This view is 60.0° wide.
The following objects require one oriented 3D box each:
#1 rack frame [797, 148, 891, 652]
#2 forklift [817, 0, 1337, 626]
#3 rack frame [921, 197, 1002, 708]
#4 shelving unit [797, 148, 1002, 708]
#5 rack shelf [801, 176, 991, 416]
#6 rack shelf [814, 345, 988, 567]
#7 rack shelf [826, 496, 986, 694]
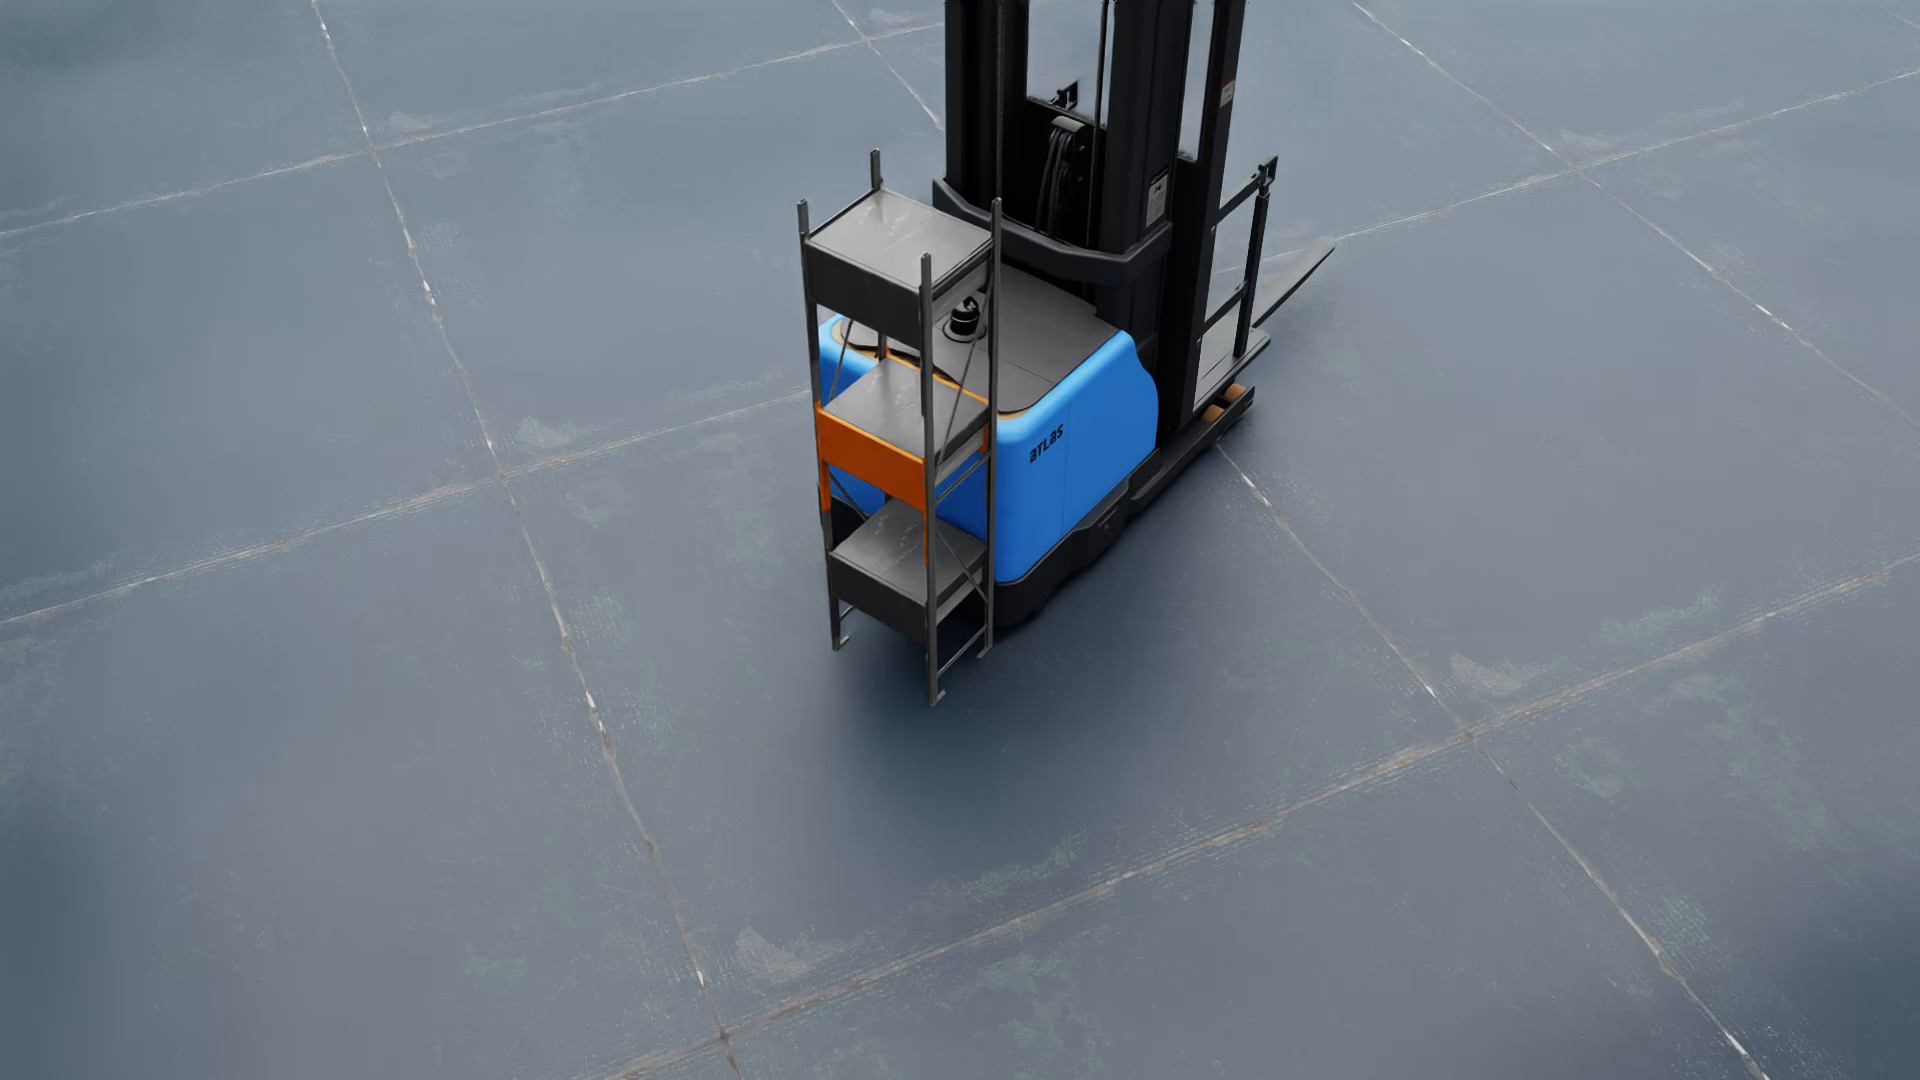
[{"bbox_3d":[-0.386,-0.415,6.044,0.015,2.100,0.400,27,51,25],"label":"rack frame"},{"bbox_3d":[0.699,-1.682,6.737,1.130,2.935,3.031,28,51,26],"label":"forklift"},{"bbox_3d":[0.006,-0.212,5.838,0.015,2.100,0.400,27,51,25],"label":"rack frame"},{"bbox_3d":[-0.190,-0.314,5.941,0.503,2.100,0.431,27,51,25],"label":"shelving unit"},{"bbox_3d":[-0.190,-0.803,5.460,0.480,0.518,0.431,27,51,25],"label":"rack shelf"},{"bbox_3d":[-0.190,-0.304,5.951,0.480,0.518,0.431,27,51,25],"label":"rack shelf"},{"bbox_3d":[-0.191,0.195,6.441,0.480,0.518,0.431,27,51,25],"label":"rack shelf"}]
